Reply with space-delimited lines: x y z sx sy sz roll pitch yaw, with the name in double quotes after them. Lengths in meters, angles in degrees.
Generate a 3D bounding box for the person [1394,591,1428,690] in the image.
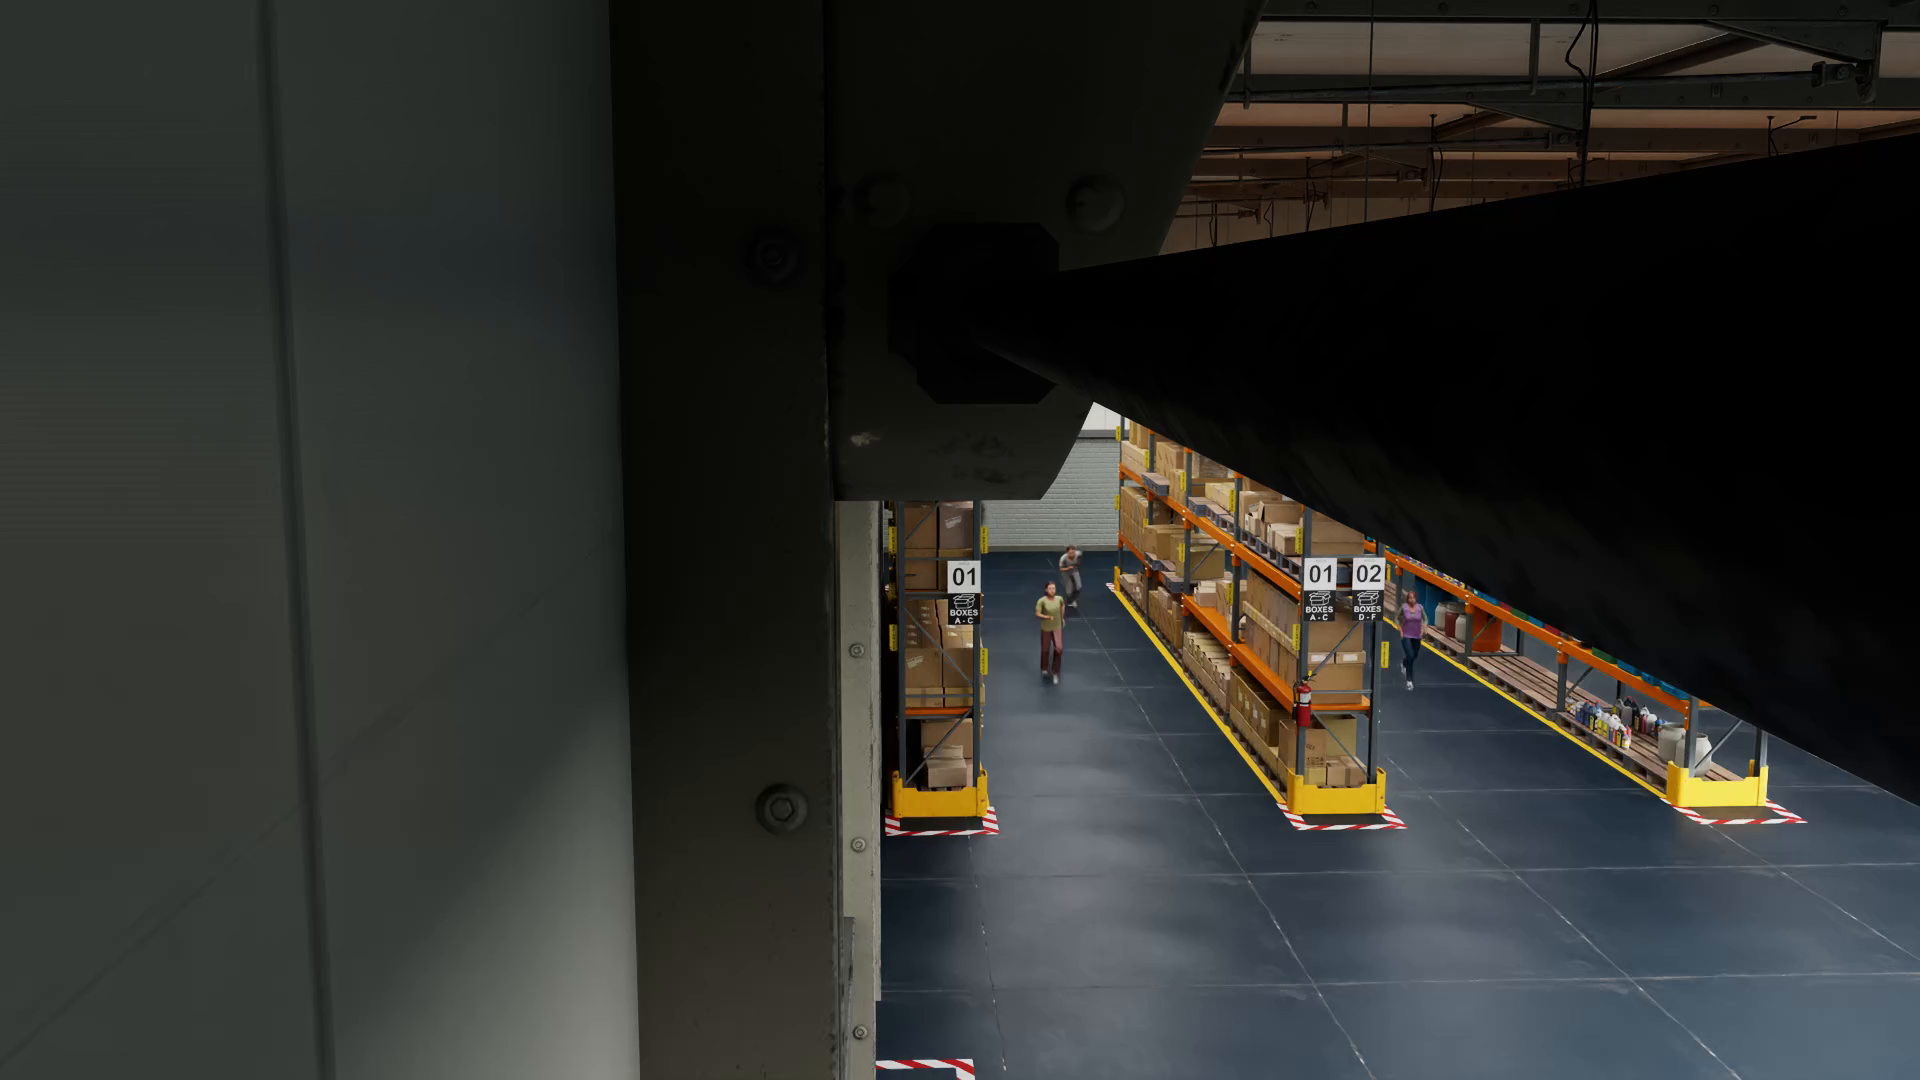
7.426 1.609 27.449 0.535 1.606 0.733 0 8 -1 "person"

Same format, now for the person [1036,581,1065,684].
1.510 1.523 27.746 0.546 1.713 0.803 -1 8 -8 "person"

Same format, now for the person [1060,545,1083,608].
2.274 0.737 34.082 0.565 1.388 0.954 -1 8 -10 "person"
